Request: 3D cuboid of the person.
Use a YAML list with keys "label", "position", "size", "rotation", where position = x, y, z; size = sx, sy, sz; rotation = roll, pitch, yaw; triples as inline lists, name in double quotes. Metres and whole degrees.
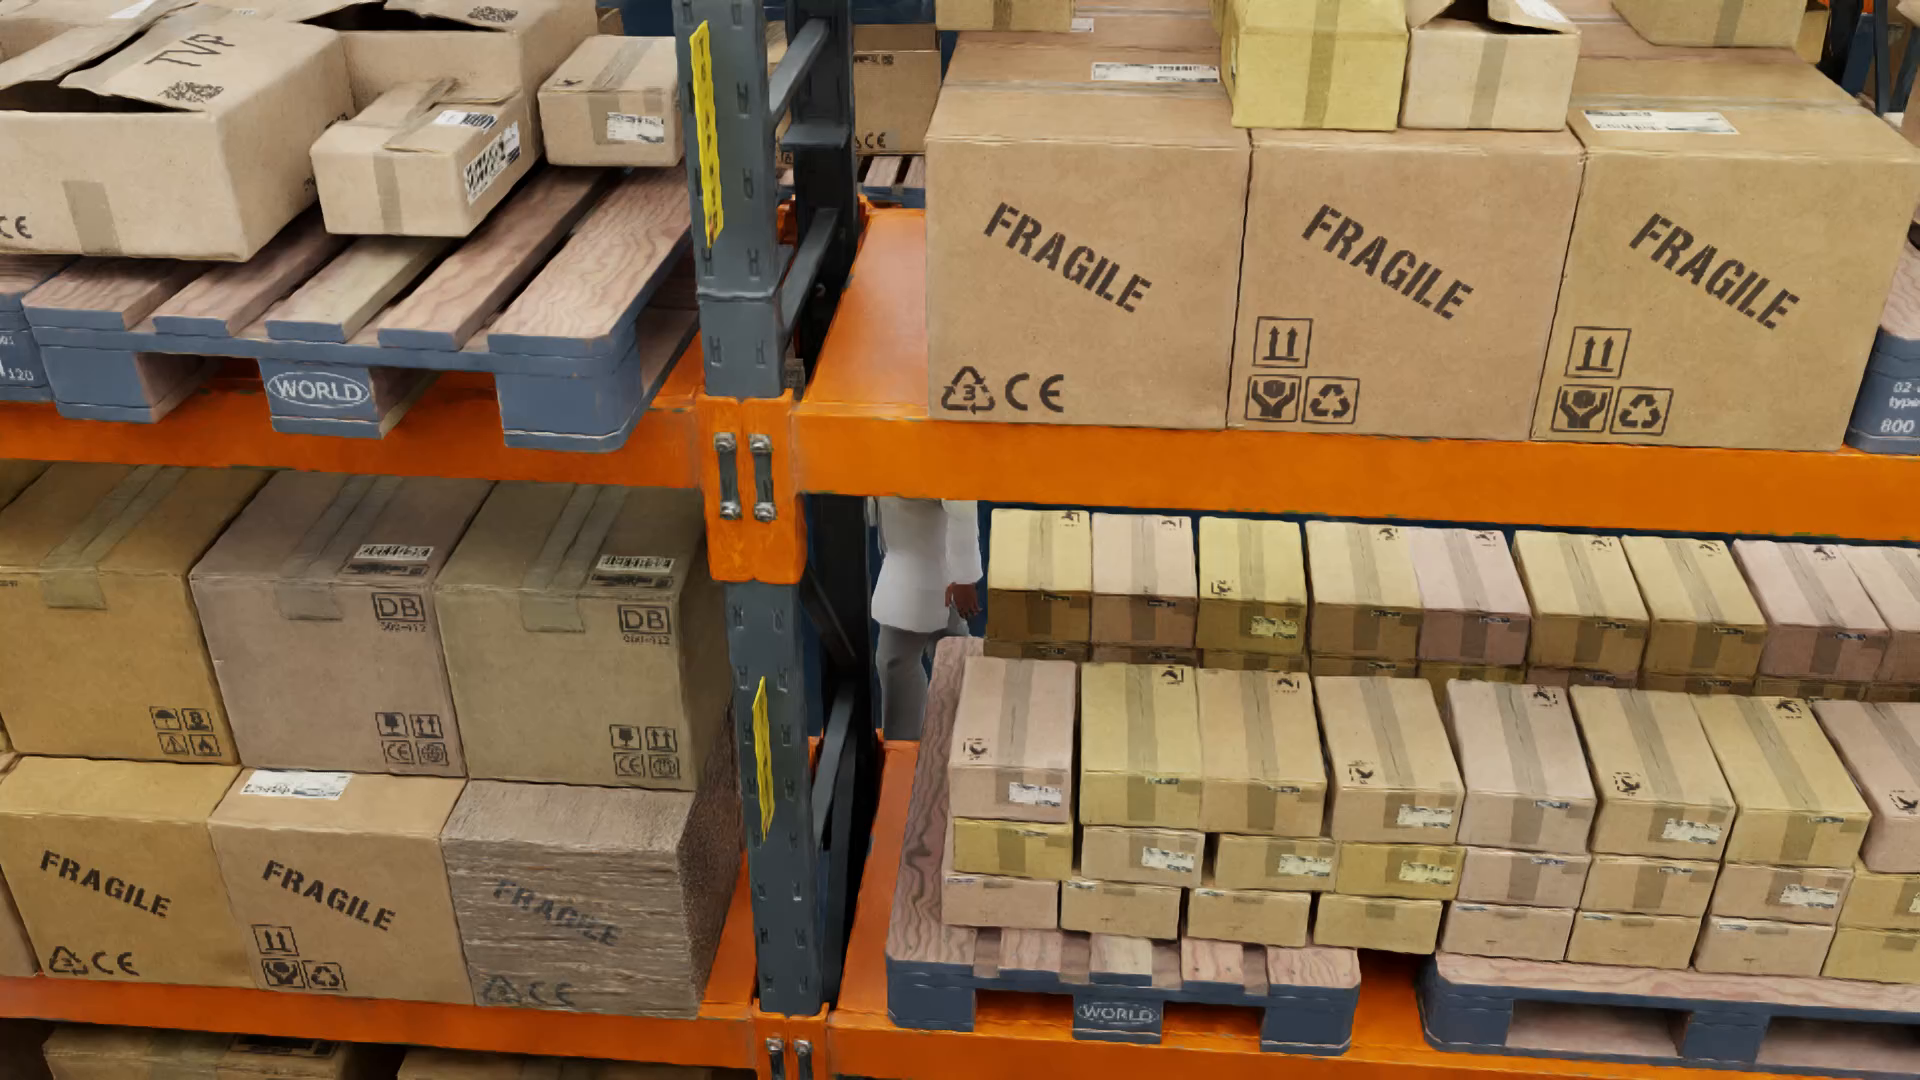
- label: "person"
  position: [-0.176, 0.045, 6.070]
  size: [0.683, 1.761, 0.680]
  rotation: [-9, 33, -14]
